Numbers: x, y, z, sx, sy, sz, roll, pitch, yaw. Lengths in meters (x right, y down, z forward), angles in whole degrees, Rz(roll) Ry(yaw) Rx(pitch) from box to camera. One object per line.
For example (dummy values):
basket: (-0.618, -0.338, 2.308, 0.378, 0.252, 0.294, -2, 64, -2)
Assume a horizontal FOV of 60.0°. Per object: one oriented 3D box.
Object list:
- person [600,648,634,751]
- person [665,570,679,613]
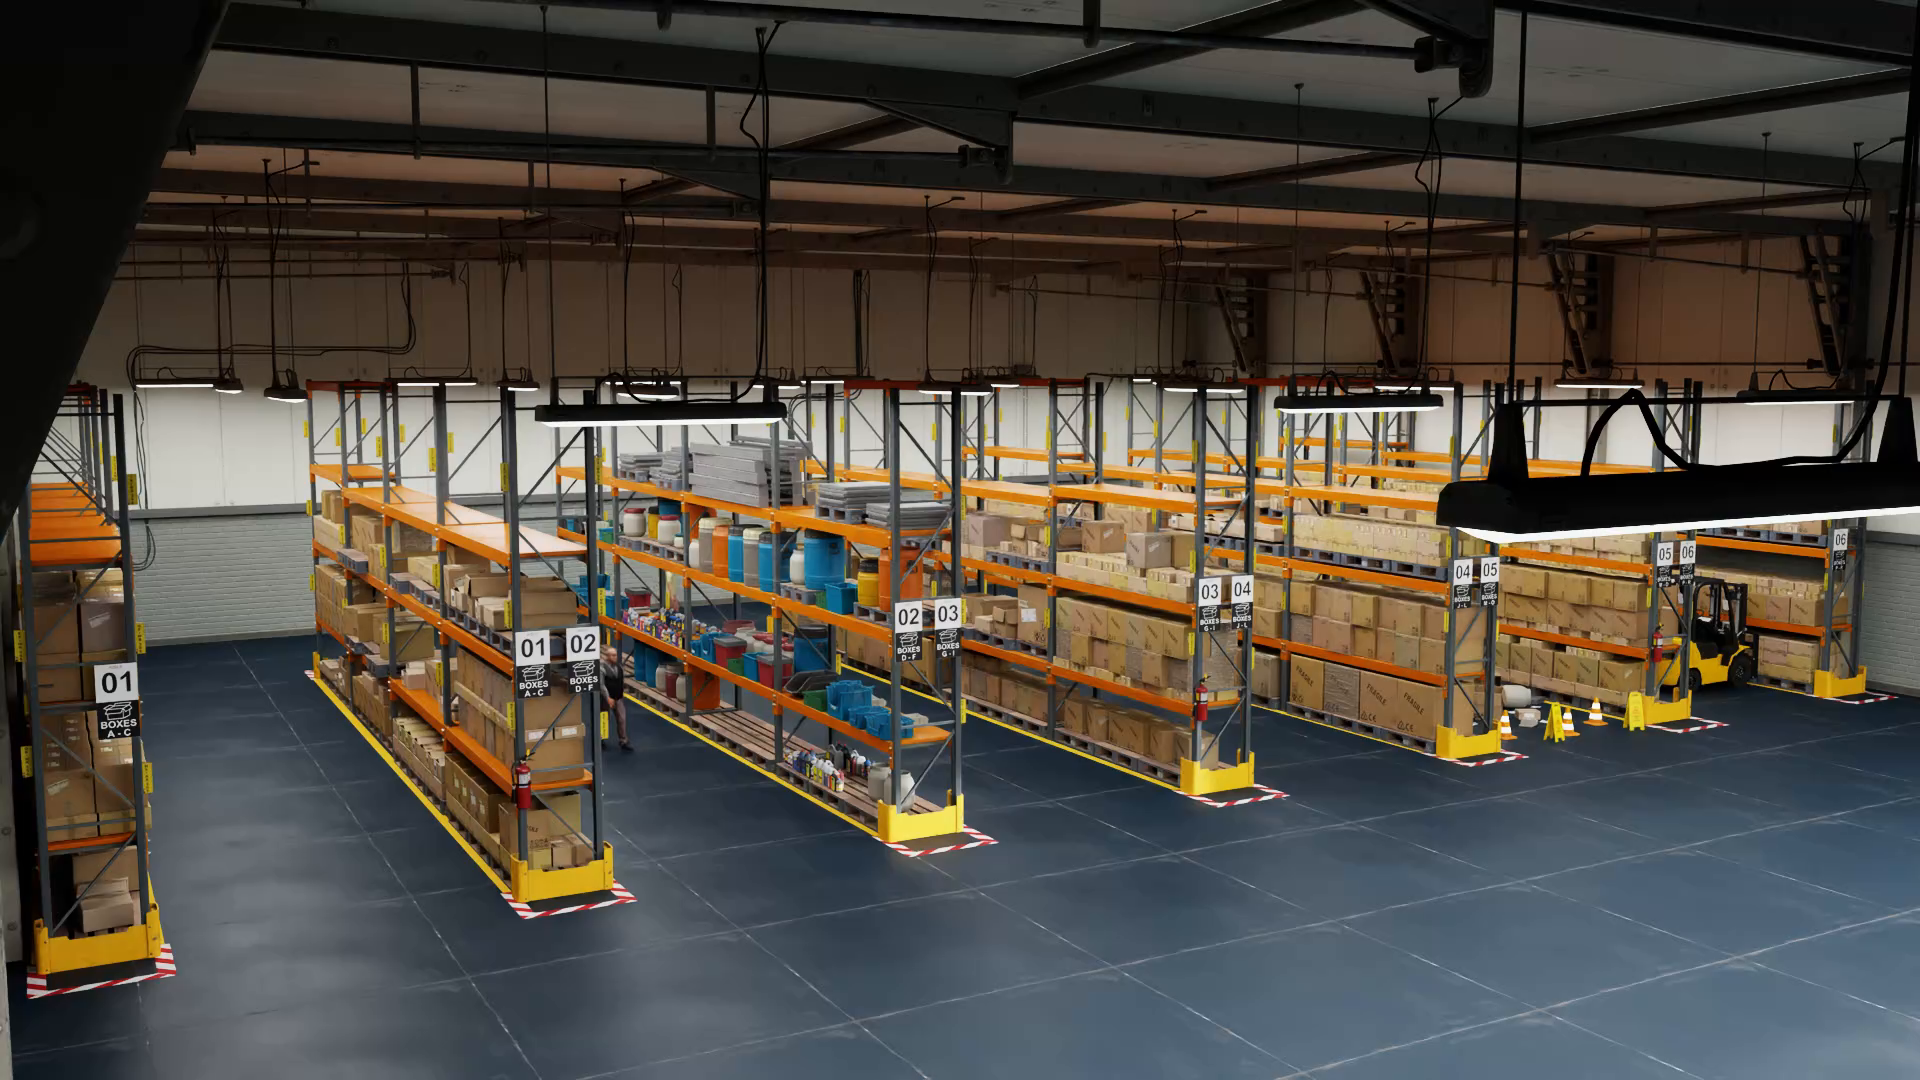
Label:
person: (-5.660, 2.596, 27.206, 0.537, 1.658, 1.015, -6, 8, -43)
person: (-6.894, 1.315, 39.209, 0.552, 1.662, 0.483, -4, 7, -30)
